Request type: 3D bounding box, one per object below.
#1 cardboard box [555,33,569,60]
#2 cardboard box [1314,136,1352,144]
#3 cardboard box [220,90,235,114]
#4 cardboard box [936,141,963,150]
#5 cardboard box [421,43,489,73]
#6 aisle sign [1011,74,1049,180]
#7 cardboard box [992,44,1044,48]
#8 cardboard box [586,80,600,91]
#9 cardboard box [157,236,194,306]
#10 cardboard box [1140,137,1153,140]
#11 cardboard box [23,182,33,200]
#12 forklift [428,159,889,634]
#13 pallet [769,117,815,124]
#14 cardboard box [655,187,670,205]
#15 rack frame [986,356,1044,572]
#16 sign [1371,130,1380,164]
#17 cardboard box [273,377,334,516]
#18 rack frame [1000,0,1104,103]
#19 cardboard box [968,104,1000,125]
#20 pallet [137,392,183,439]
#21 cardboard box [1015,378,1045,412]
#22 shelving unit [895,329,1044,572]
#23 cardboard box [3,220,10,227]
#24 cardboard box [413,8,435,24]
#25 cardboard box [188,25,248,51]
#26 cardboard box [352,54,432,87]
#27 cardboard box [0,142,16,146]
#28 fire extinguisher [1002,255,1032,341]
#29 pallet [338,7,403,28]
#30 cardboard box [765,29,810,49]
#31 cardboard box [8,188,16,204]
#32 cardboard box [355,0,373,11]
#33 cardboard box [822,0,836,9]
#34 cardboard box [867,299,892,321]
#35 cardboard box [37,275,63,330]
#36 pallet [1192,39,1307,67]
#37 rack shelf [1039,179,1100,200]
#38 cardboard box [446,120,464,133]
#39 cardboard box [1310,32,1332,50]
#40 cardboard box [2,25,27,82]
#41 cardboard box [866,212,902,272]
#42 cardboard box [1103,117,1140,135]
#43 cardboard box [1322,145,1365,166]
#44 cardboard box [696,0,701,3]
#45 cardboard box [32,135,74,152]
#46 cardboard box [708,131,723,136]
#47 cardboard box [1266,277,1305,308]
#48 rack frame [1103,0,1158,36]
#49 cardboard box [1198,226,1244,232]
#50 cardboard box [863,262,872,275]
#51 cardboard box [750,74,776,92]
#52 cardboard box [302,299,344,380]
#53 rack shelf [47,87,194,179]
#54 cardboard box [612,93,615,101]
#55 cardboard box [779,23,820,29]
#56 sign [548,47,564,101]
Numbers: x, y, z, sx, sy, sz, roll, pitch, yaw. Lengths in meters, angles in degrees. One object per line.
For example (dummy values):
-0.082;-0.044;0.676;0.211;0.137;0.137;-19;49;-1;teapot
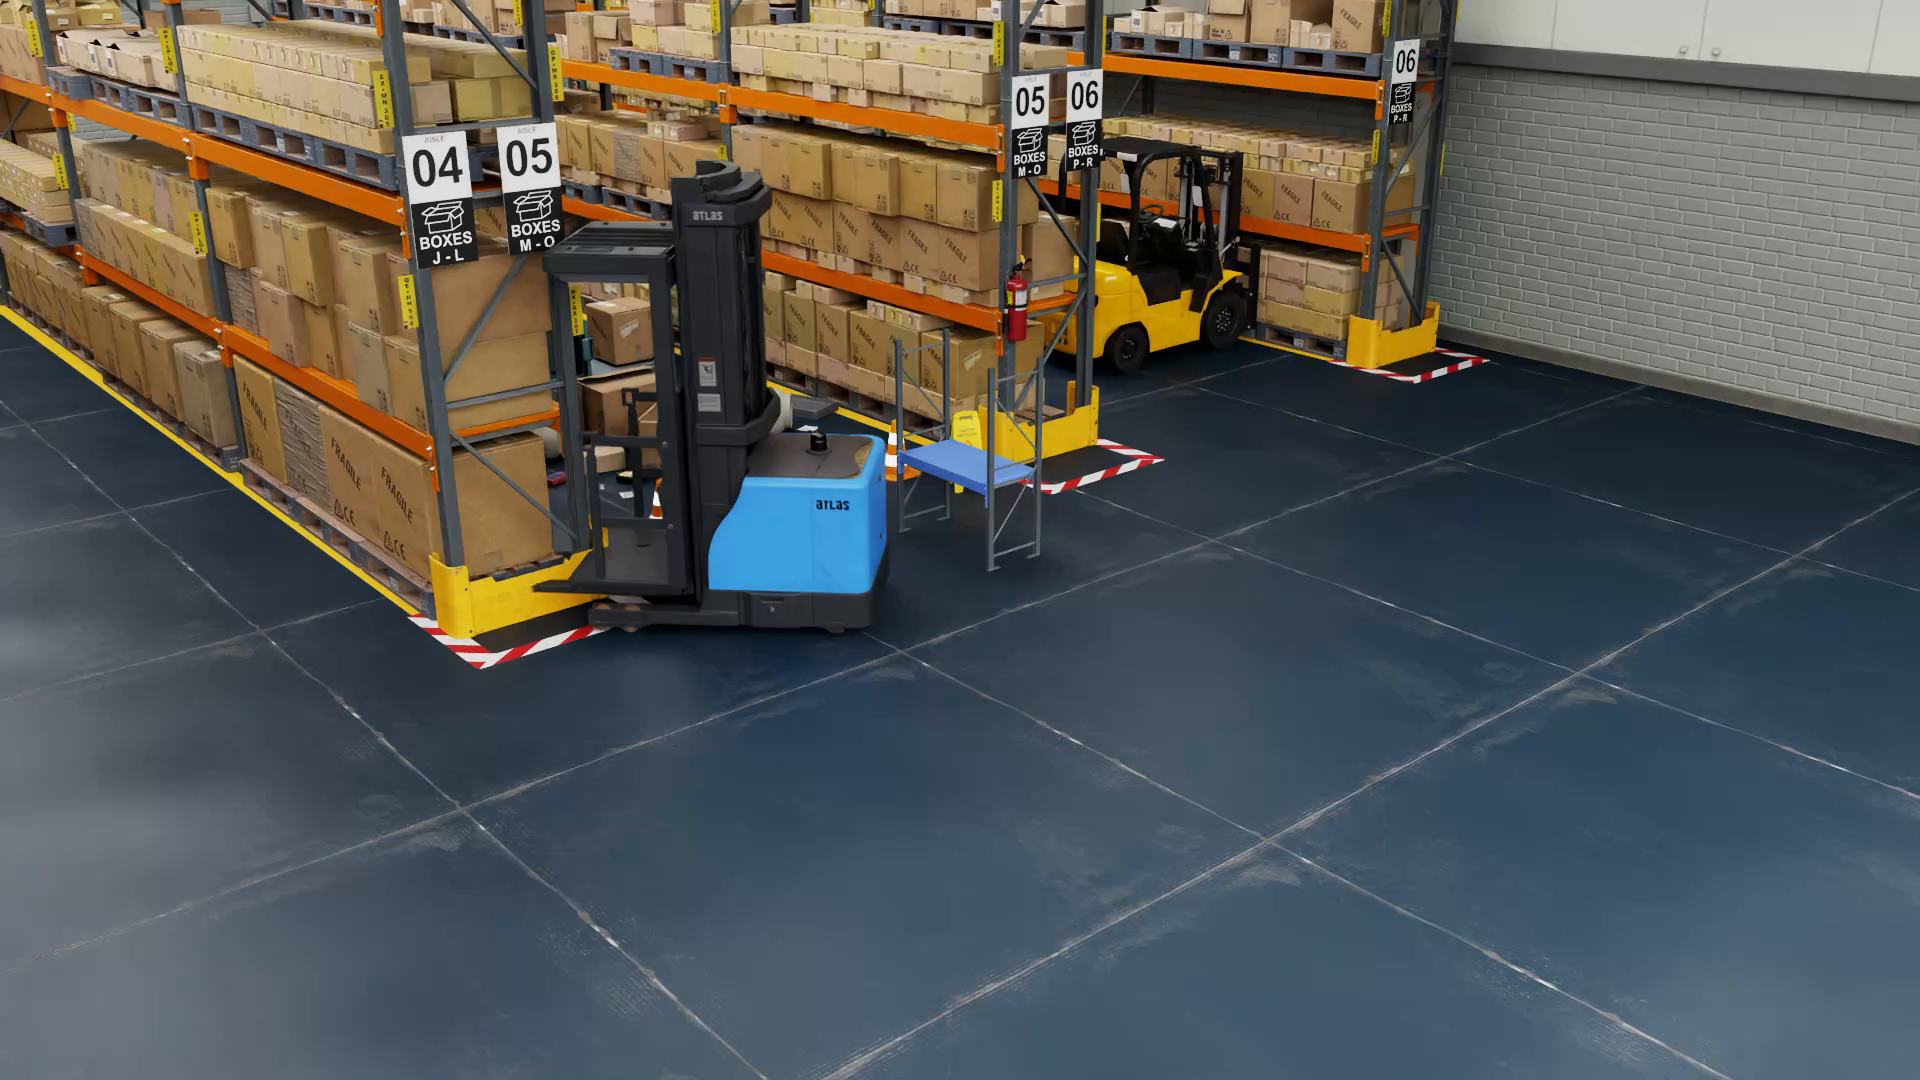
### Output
-4.247;-5.485;18.447;0.396;0.266;0.258;-17;27;-37;cardboard box
3.954;-4.174;17.594;0.380;0.149;0.250;-17;27;-37;cardboard box
-5.087;-3.169;11.979;0.380;0.149;0.250;-18;28;-38;cardboard box
0.039;-5.001;21.344;0.500;0.250;0.500;-19;28;-39;cardboard box
-3.259;-3.134;10.798;0.380;0.149;0.250;-18;28;-38;cardboard box
0.553;-3.263;13.138;0.394;0.787;0.004;-17;27;-37;aisle sign
0.478;-4.003;13.729;0.380;0.149;0.250;-18;27;-38;cardboard box
-5.862;-7.621;27.628;0.500;0.250;0.500;-17;27;-37;cardboard box
-6.436;-2.305;14.118;0.500;0.500;0.500;-18;28;-38;cardboard box
2.249;-4.488;18.804;0.380;0.149;0.250;-18;27;-38;cardboard box
-9.191;-3.534;16.754;0.380;0.149;0.250;-17;27;-36;cardboard box
-2.041;-0.955;10.903;3.031;2.935;1.130;2;21;4;forklift
-2.005;-5.979;23.899;1.003;0.211;1.213;-17;27;-37;pallet
-2.947;-3.609;17.353;0.380;0.149;0.250;-17;27;-37;cardboard box
0.388;-0.534;11.792;0.500;1.500;0.032;-17;27;-37;rack frame
4.070;-3.846;16.278;0.100;0.325;0.005;-17;27;-37;sign
-4.614;-0.806;12.765;0.875;0.875;0.875;-17;27;-37;cardboard box
0.732;-4.932;12.738;1.000;3.000;0.127;-17;27;-37;rack frame
0.287;-3.451;13.413;0.380;0.149;0.250;-17;27;-37;cardboard box
-6.924;-1.272;15.442;1.003;0.211;1.213;-17;27;-37;pallet
0.415;-1.343;14.994;0.500;0.250;0.500;-18;28;-38;cardboard box
0.056;-0.675;12.150;0.538;1.500;1.048;-17;27;-37;shelving unit
-11.854;-3.976;21.039;0.380;0.149;0.250;-17;27;-37;cardboard box
-6.540;-6.505;20.611;0.380;0.166;0.250;-20;29;-41;cardboard box
-5.415;-3.679;12.190;0.380;0.149;0.250;-18;28;-38;cardboard box
-3.429;-2.838;10.042;0.380;0.149;0.250;-17;27;-37;cardboard box
-10.524;-4.238;18.145;0.380;0.149;0.250;-17;27;-37;cardboard box
0.458;-1.962;13.486;0.296;0.674;0.183;-17;27;-37;fire extinguisher
-7.627;-7.038;22.350;1.003;0.211;1.213;-17;27;-37;pallet
-1.563;-4.590;15.229;0.380;0.149;0.250;-19;28;-39;cardboard box
-9.678;-3.604;17.342;0.380;0.149;0.250;-16;27;-36;cardboard box
-7.760;-7.131;21.936;0.396;0.266;0.258;-16;27;-36;cardboard box
-1.648;-7.298;22.551;0.380;0.149;0.250;-17;27;-37;cardboard box
-0.611;-2.094;14.993;0.380;0.149;0.250;-16;27;-35;cardboard box
-9.495;-2.581;17.812;0.500;0.500;0.500;-19;28;-40;cardboard box
3.247;-5.216;17.697;1.003;0.211;1.213;-17;27;-37;pallet
0.573;-4.644;21.216;1.077;0.370;4.000;-17;27;-37;rack shelf
-3.100;-2.696;10.773;0.380;0.149;0.250;-17;27;-37;cardboard box
3.719;-5.000;16.656;0.380;0.149;0.250;-18;28;-39;cardboard box
-9.076;-4.819;16.424;0.500;0.500;0.500;-17;27;-37;cardboard box
-0.478;-2.687;14.686;0.500;0.500;0.500;-18;27;-38;cardboard box
1.862;-4.755;19.078;0.380;0.149;0.250;-17;27;-36;cardboard box
3.912;-3.918;16.941;0.380;0.149;0.250;-17;27;-37;cardboard box
-3.848;-8.176;24.931;0.500;0.250;0.500;-17;27;-37;cardboard box
-10.199;-4.465;18.724;0.380;0.149;0.250;-18;28;-39;cardboard box
-2.608;-4.101;17.720;0.500;0.500;0.500;-18;27;-38;cardboard box
3.616;-2.671;17.699;0.500;0.250;0.500;-18;28;-38;cardboard box
1.879;-7.220;18.579;1.000;3.000;0.127;-17;27;-37;rack frame
3.009;-3.438;18.973;0.500;0.250;0.500;-17;27;-37;cardboard box
-0.657;-2.501;15.102;0.380;0.149;0.250;-17;27;-37;cardboard box
-1.735;-4.293;15.564;0.380;0.149;0.250;-17;27;-37;cardboard box
-4.252;-1.562;12.154;0.875;0.550;0.500;-17;27;-37;cardboard box
-6.869;-3.652;14.569;1.077;0.370;4.000;-17;27;-37;rack shelf
-5.548;-7.346;27.470;0.380;0.149;0.250;-18;28;-38;cardboard box
-1.507;-4.860;15.917;0.380;0.149;0.250;-17;27;-36;cardboard box
-2.528;-2.904;10.365;0.100;0.325;0.005;-17;27;-37;sign
